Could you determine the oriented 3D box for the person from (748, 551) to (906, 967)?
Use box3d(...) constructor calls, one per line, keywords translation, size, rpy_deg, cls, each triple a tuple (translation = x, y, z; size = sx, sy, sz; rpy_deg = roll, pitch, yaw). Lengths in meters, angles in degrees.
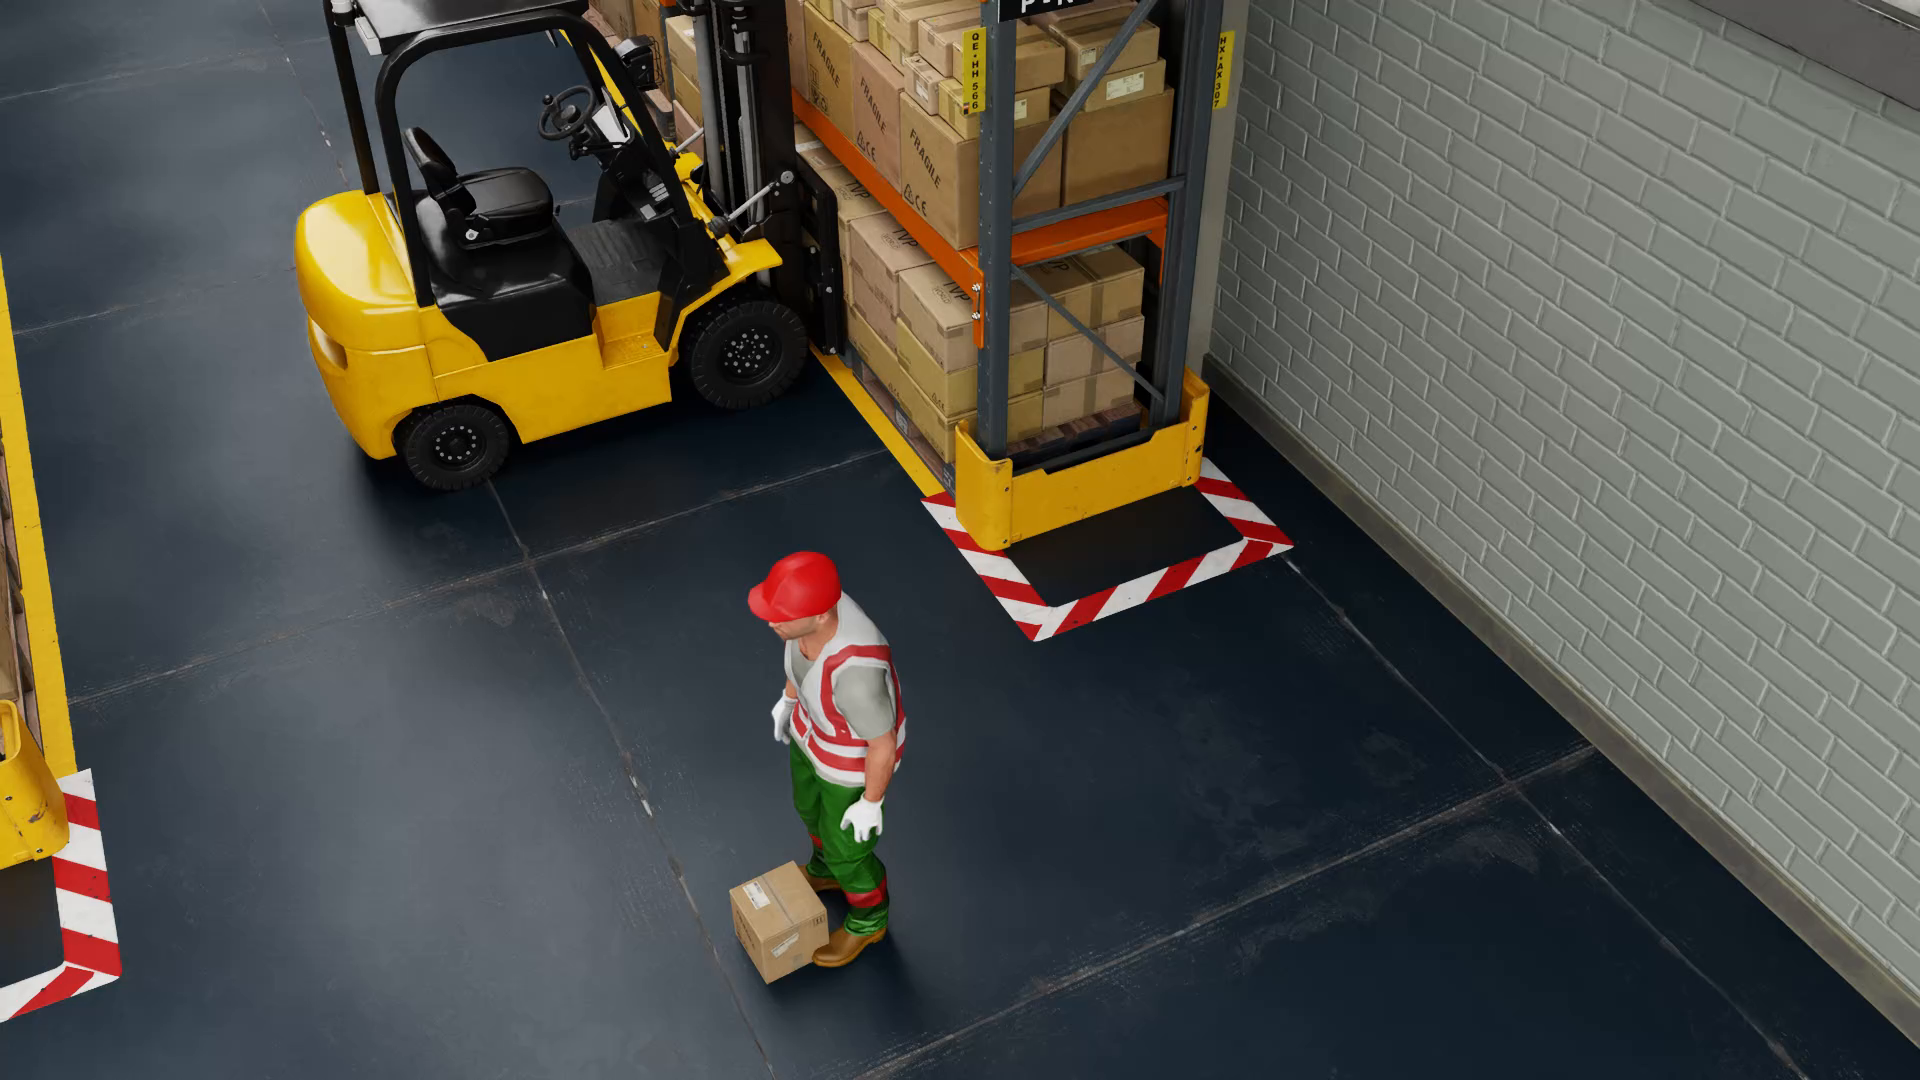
box3d(translation=(-0.417, 0.691, 5.349), size=(0.453, 1.778, 0.617), rpy_deg=(-22, 45, -23), cls="person")
